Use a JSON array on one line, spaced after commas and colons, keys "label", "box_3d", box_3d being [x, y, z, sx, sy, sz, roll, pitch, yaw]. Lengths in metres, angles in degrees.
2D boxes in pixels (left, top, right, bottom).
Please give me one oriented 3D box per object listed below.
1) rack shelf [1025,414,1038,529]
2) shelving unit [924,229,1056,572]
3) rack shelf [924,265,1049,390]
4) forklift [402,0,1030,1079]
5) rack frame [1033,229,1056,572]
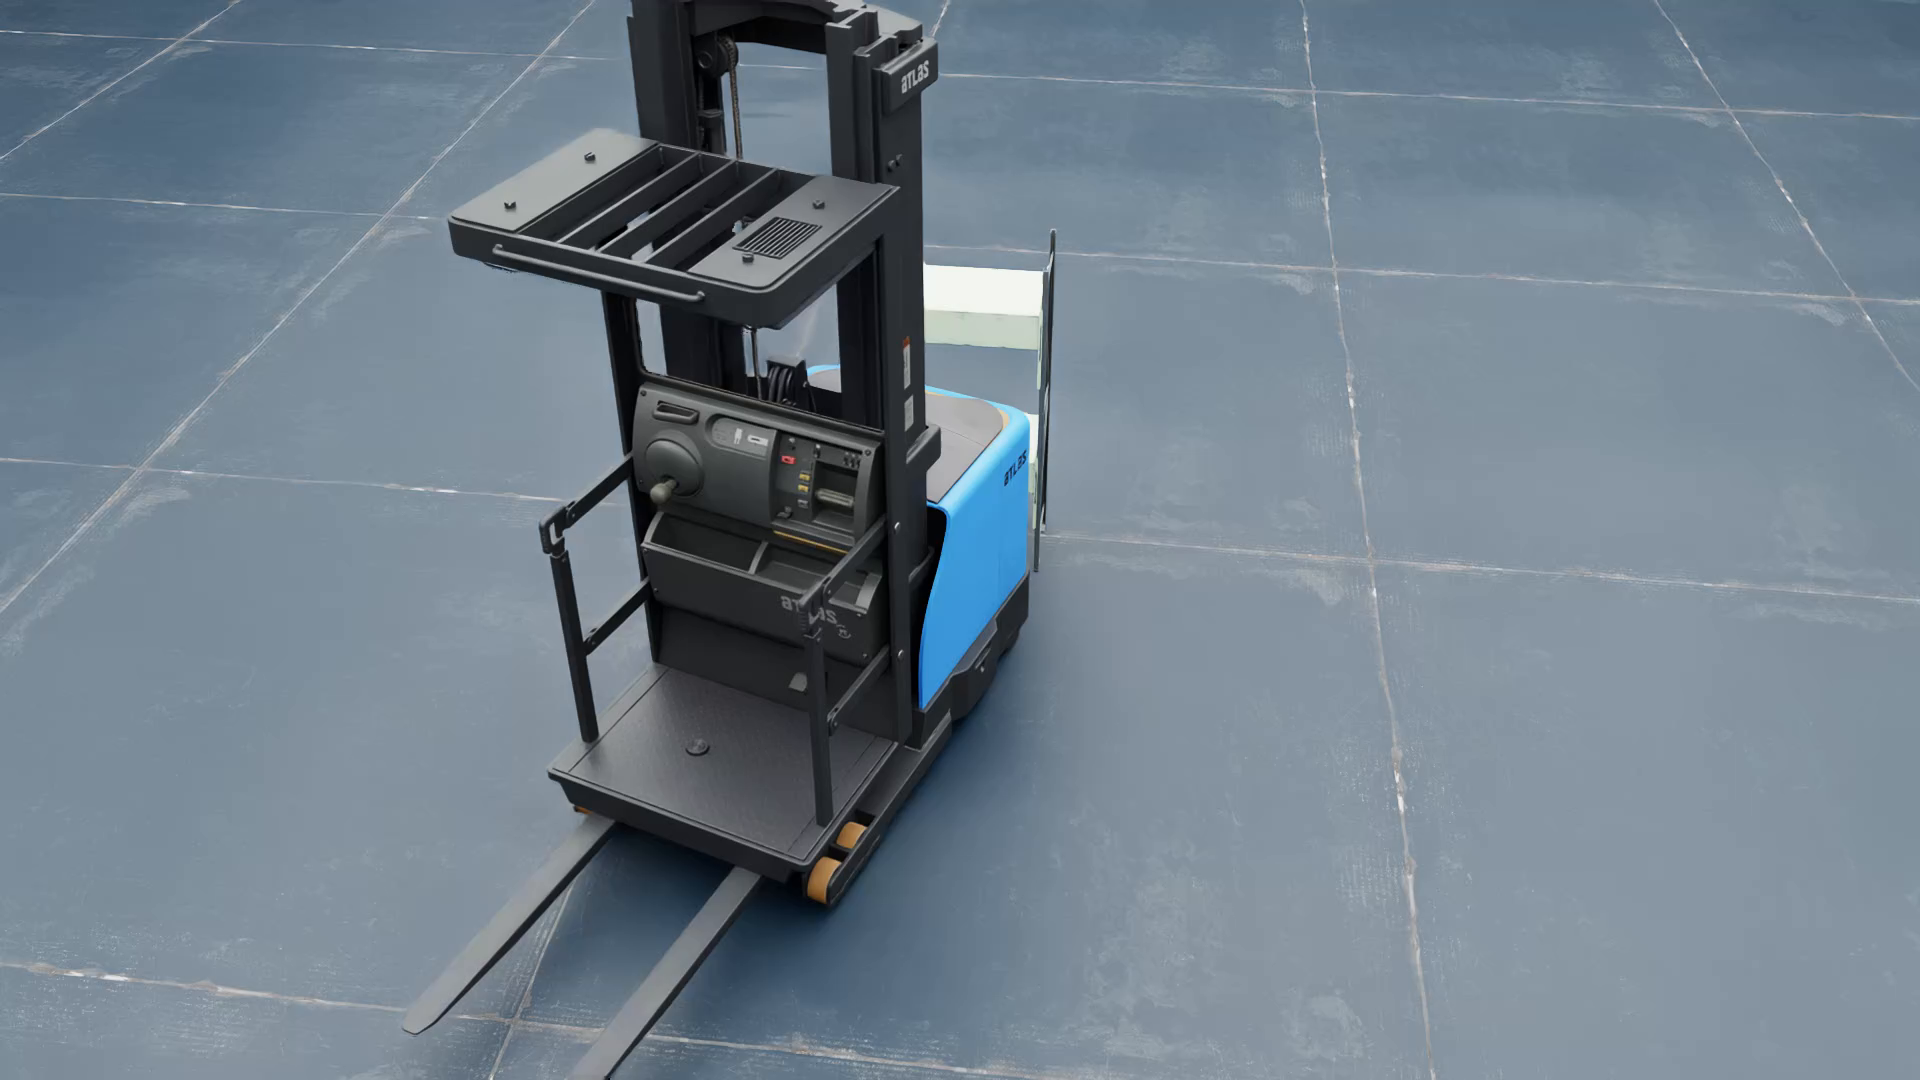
[{"label": "rack shelf", "box_3d": [0.007, -0.345, 7.503, 0.720, 0.370, 0.431, 4, 36, 6]}, {"label": "shelving unit", "box_3d": [0.007, -0.610, 7.314, 0.755, 1.500, 0.431, 4, 36, 6]}, {"label": "rack shelf", "box_3d": [0.007, -0.928, 7.087, 0.720, 0.370, 0.431, 4, 36, 6]}, {"label": "forklift", "box_3d": [-0.798, -0.188, 5.490, 1.130, 2.935, 3.031, 16, 38, 21]}, {"label": "rack frame", "box_3d": [0.370, -0.583, 7.276, 0.023, 1.500, 0.400, 4, 36, 6]}]
